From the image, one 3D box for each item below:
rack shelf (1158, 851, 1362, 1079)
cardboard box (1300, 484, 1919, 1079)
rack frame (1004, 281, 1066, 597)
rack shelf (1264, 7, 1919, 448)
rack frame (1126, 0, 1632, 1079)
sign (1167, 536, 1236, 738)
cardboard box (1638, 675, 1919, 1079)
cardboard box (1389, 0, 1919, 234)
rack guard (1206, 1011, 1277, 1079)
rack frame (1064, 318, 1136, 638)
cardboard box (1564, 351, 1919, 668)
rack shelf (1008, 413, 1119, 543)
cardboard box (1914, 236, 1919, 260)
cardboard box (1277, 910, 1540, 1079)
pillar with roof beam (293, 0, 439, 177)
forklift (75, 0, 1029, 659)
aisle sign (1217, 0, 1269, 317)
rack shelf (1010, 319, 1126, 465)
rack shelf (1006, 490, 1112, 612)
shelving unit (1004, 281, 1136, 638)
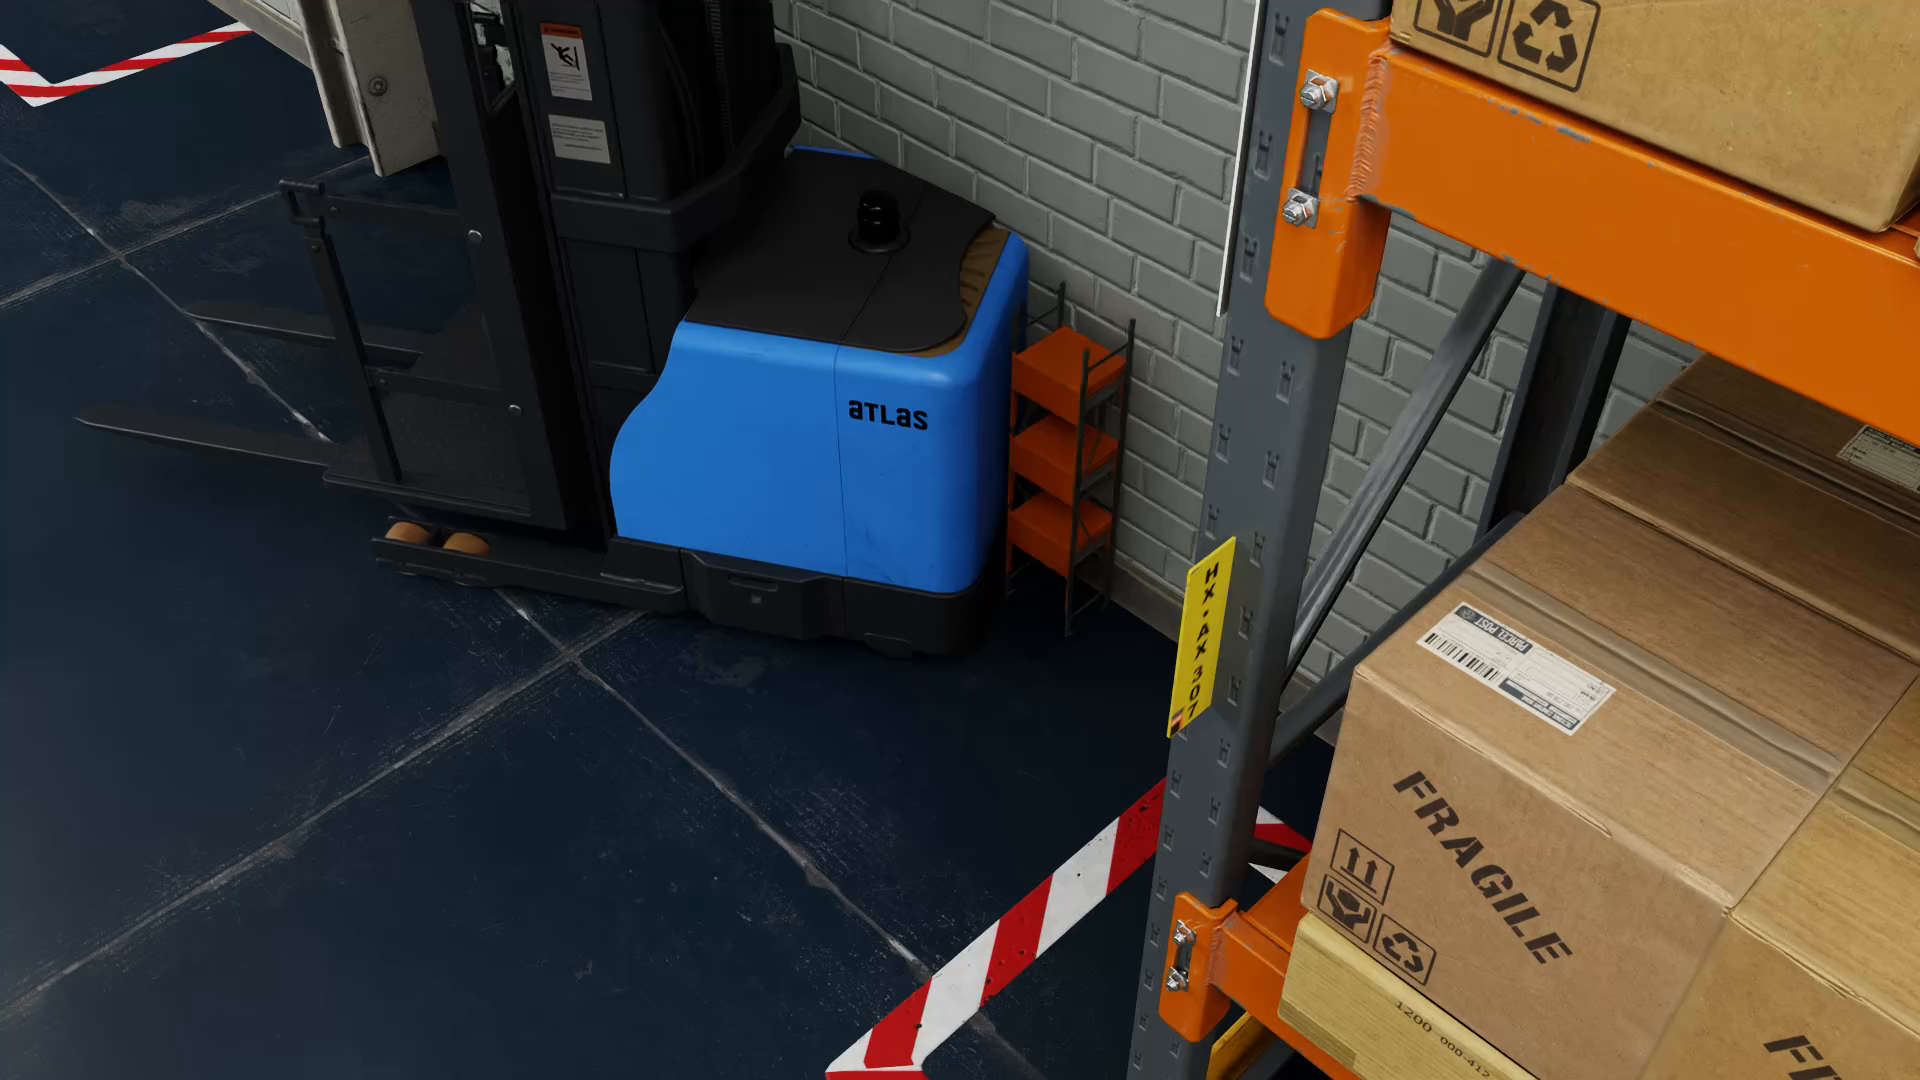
[{"bbox_3d":[2.124,1.419,2.034,1.077,0.370,4.000,-34,53,-31],"label":"rack shelf"},{"bbox_3d":[0.836,0.340,2.216,0.500,0.500,0.500,-34,53,-31],"label":"cardboard box"},{"bbox_3d":[0.209,-0.260,4.756,0.008,1.050,0.200,34,52,31],"label":"rack frame"},{"bbox_3d":[2.124,0.317,1.016,1.077,0.370,4.000,-34,53,-31],"label":"rack shelf"},{"bbox_3d":[0.712,0.194,2.830,1.000,3.000,0.127,-34,53,-31],"label":"rack frame"},{"bbox_3d":[0.328,0.136,2.255,0.100,0.325,0.005,-34,53,-31],"label":"sign"},{"bbox_3d":[1.178,0.582,1.953,0.500,0.500,0.500,-34,52,-31],"label":"cardboard box"},{"bbox_3d":[0.771,-0.671,1.468,0.500,0.500,0.500,-33,52,-30],"label":"cardboard box"},{"bbox_3d":[0.766,1.148,3.639,1.175,0.500,0.348,-34,53,-31],"label":"rack guard"},{"bbox_3d":[0.384,-0.144,4.632,0.008,1.050,0.200,34,52,31],"label":"rack frame"},{"bbox_3d":[1.195,0.091,2.485,0.500,0.500,0.500,34,52,31],"label":"cardboard box"},{"bbox_3d":[0.296,-0.194,4.701,0.240,0.259,0.215,34,52,31],"label":"rack shelf"},{"bbox_3d":[1.125,-0.396,1.170,0.500,0.500,0.500,-31,51,-29],"label":"cardboard box"},{"bbox_3d":[0.832,0.628,2.456,0.500,0.250,0.500,33,52,30],"label":"cardboard box"},{"bbox_3d":[-5.467,-2.908,1.766,9.100,9.000,0.400,-34,53,-31],"label":"pillar with roof beam"},{"bbox_3d":[-1.300,-1.271,4.466,3.031,2.935,1.130,10,44,10],"label":"forklift"},{"bbox_3d":[0.449,-0.652,1.830,0.394,0.787,0.004,-34,53,-31],"label":"aisle sign"},{"bbox_3d":[0.297,-0.402,4.508,0.240,0.259,0.215,34,52,31],"label":"rack shelf"},{"bbox_3d":[0.295,0.010,4.890,0.240,0.259,0.215,34,52,31],"label":"rack shelf"},{"bbox_3d":[0.296,-0.202,4.694,0.252,1.050,0.215,34,52,31],"label":"shelving unit"}]
